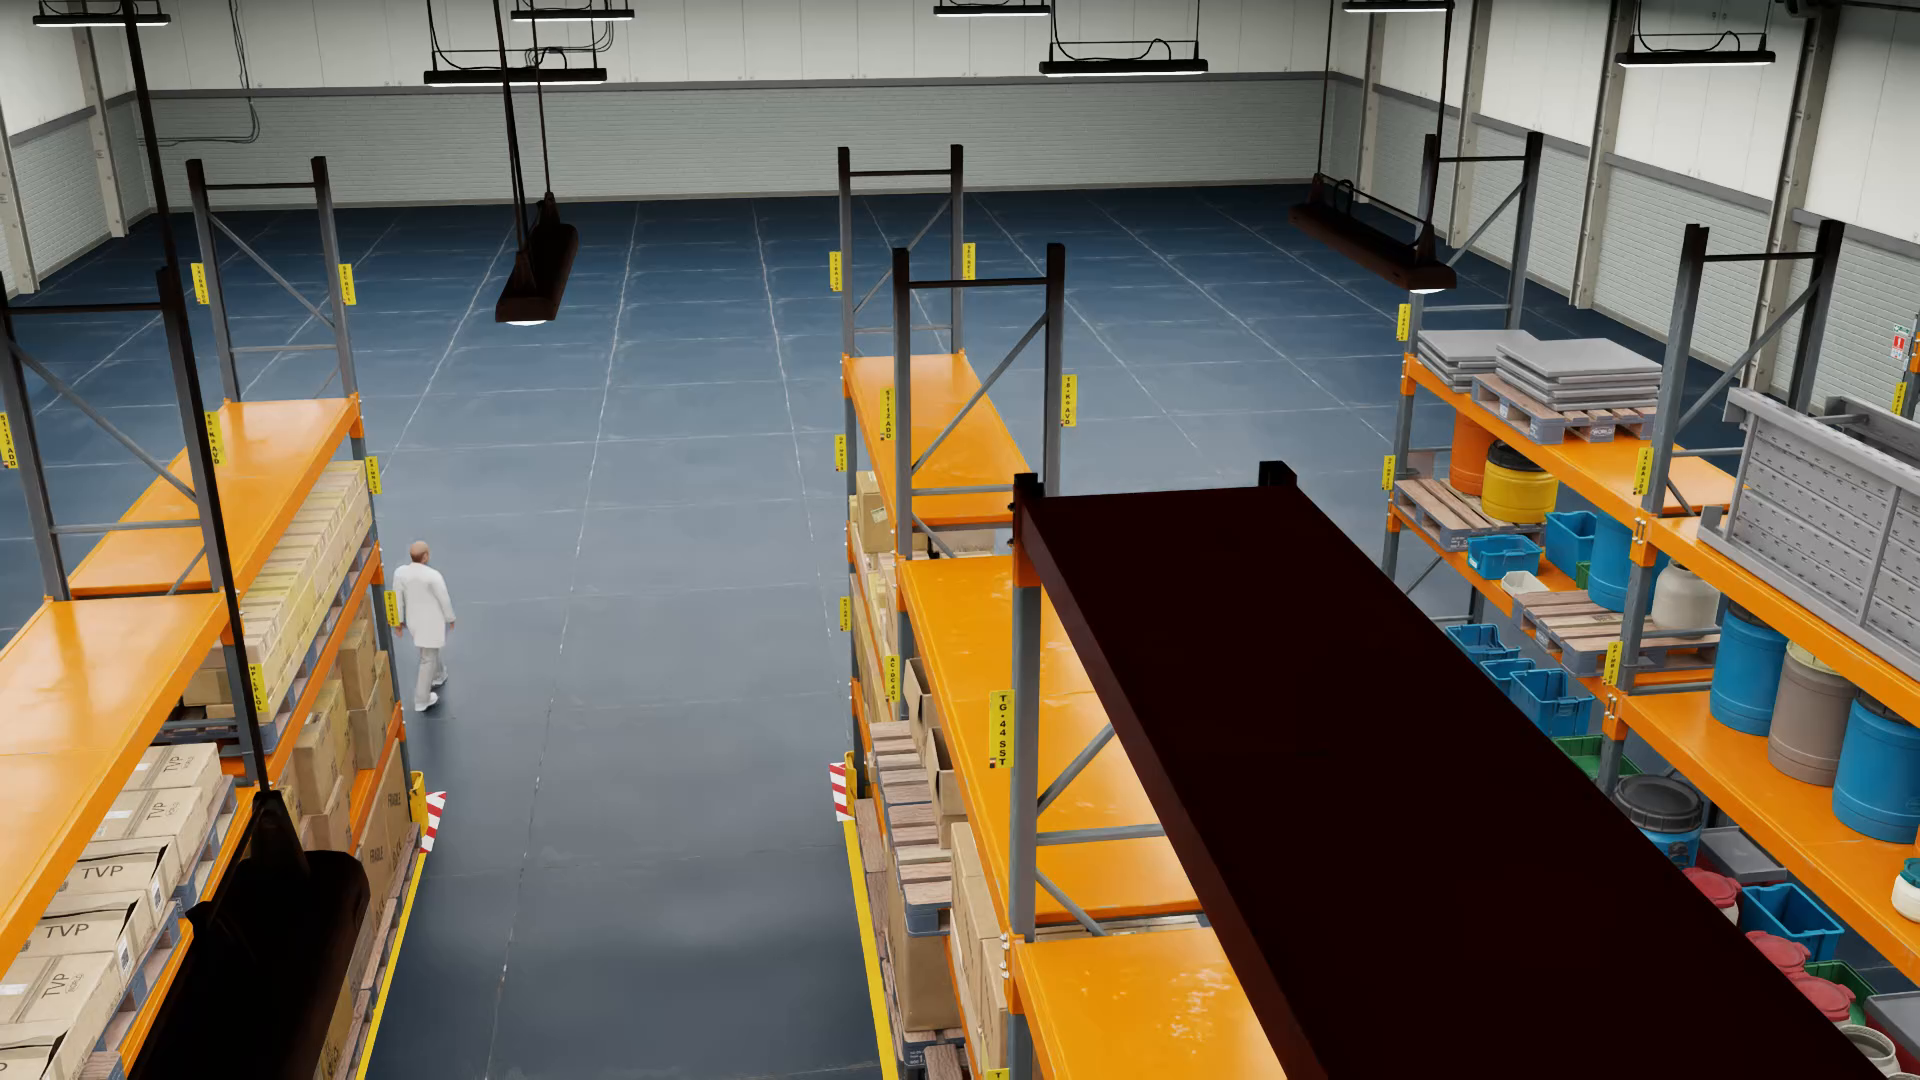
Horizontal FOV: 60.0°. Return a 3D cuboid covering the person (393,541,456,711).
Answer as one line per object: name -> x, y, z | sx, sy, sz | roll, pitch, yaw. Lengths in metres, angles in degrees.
person -> -5.473, 0.818, 17.162 | 0.619, 1.763, 0.893 | 8, 23, 20
